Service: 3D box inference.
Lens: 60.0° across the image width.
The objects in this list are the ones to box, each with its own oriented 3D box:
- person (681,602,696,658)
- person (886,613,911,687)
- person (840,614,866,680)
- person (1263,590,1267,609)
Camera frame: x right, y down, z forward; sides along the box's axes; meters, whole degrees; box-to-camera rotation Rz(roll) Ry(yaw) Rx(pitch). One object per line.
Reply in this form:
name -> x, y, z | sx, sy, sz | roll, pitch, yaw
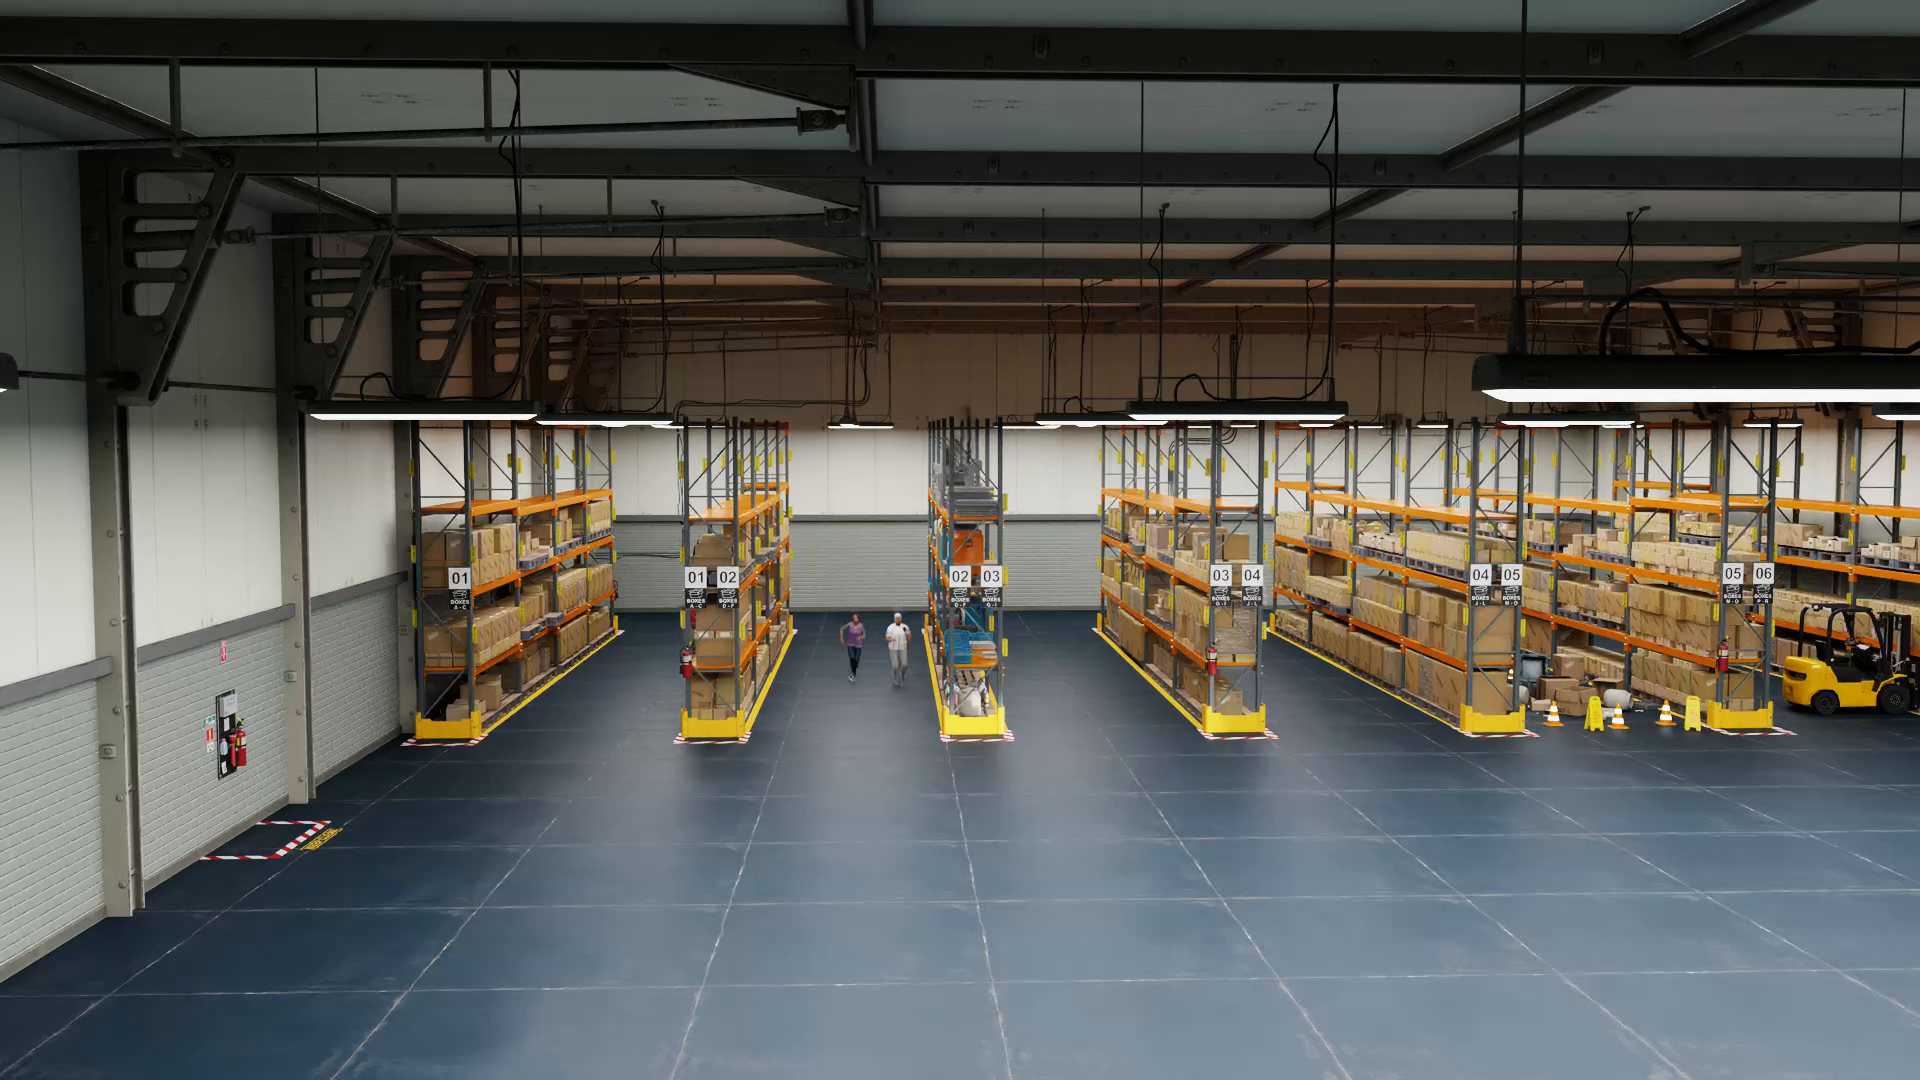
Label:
person -> -6.677, 2.169, 41.509 | 0.639, 1.716, 0.784 | 0, 4, -2
person -> -1.366, 2.474, 37.245 | 0.589, 1.666, 0.621 | 0, 4, -7
person -> -2.434, 2.455, 38.073 | 0.569, 1.548, 0.682 | -1, 4, -10
person -> 7.931, 1.901, 44.863 | 0.694, 1.803, 0.998 | 0, 4, 1
